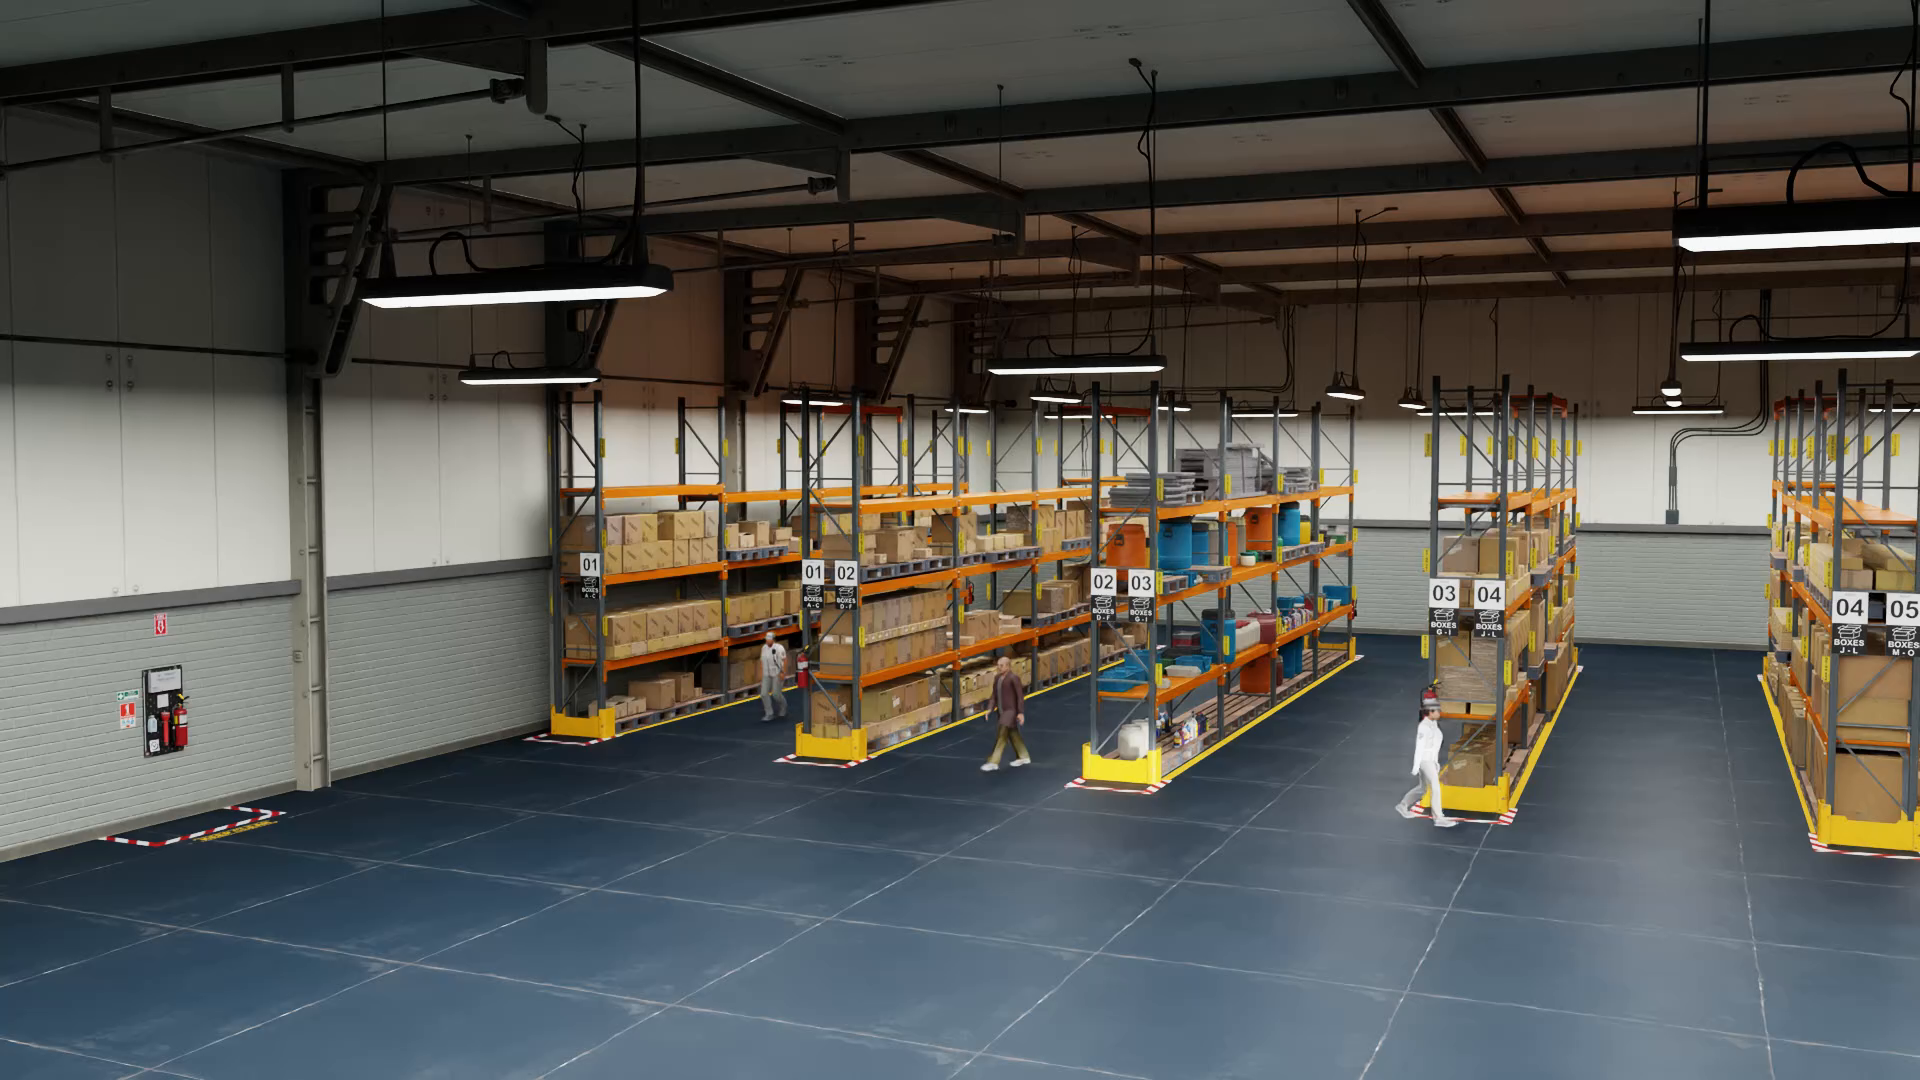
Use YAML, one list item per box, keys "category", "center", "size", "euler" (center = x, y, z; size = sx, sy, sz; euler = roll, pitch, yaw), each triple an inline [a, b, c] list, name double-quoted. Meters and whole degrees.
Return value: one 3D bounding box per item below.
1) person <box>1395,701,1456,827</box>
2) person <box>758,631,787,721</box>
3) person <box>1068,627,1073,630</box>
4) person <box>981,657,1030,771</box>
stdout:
- category: "person"
  center: [6.217, 2.958, 22.162]
  size: [0.847, 1.635, 0.484]
  euler: [2, 4, 27]
- category: "person"
  center: [-3.437, 2.498, 30.706]
  size: [0.571, 1.647, 0.592]
  euler: [2, 4, 26]
- category: "person"
  center: [2.815, 1.729, 44.870]
  size: [0.432, 1.540, 0.972]
  euler: [1, 3, 21]
- category: "person"
  center: [0.671, 2.682, 25.805]
  size: [1.064, 1.735, 0.611]
  euler: [-2, 4, -30]
